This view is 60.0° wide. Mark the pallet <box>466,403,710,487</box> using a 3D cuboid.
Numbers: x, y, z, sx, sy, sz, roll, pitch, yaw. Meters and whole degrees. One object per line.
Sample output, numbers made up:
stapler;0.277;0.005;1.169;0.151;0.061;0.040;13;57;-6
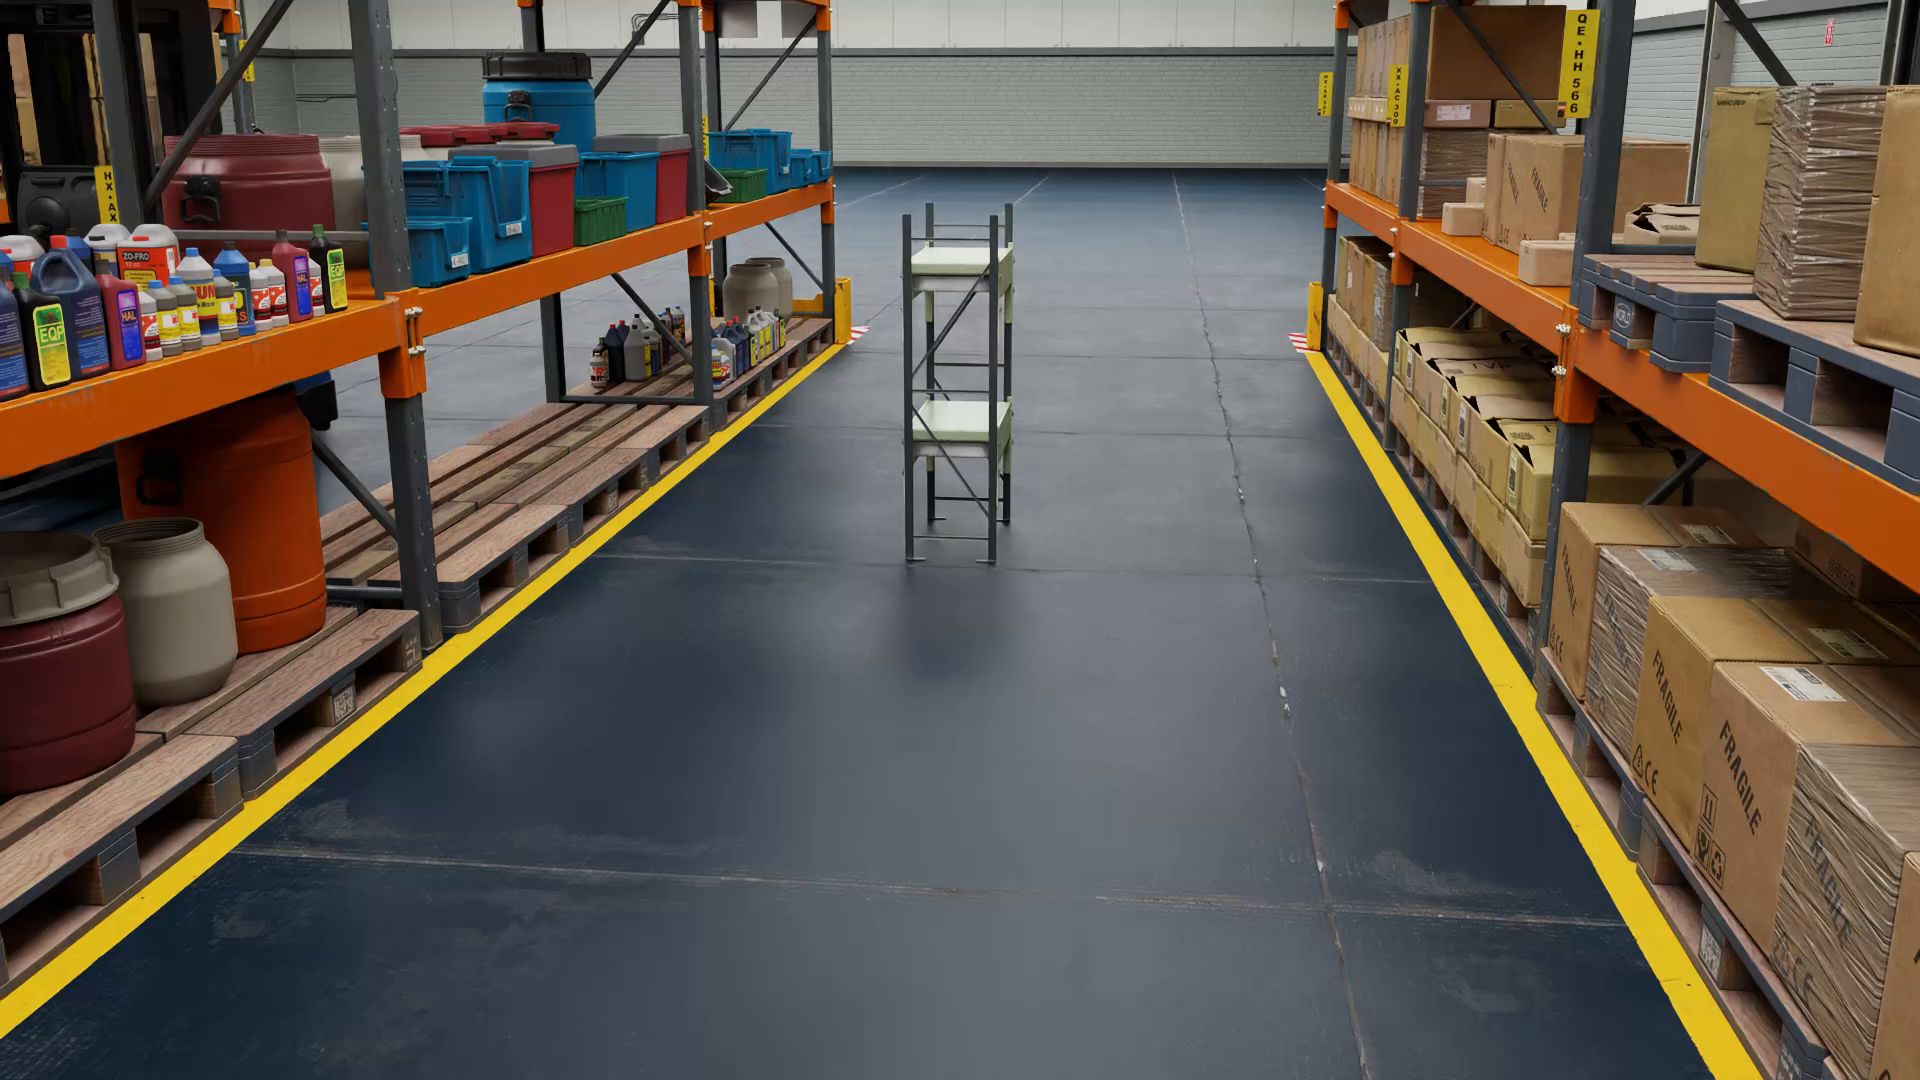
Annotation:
pallet;-2.037;-0.546;9.276;1.003;0.211;1.213;2;15;6

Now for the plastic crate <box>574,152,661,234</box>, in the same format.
plastic crate;-1.802;-1.794;8.580;0.392;0.384;0.575;2;15;6

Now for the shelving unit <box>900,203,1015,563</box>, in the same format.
shelving unit;0.001;-0.726;7.473;0.431;1.500;0.755;2;15;6

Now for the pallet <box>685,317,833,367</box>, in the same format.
pallet;-1.594;-1.556;13.014;1.003;0.211;1.213;2;15;6

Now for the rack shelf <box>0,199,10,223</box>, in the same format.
rack shelf;-6.682;-2.414;12.221;1.077;0.370;4.000;2;15;6

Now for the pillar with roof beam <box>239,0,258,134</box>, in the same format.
pillar with roof beam;-14.547;-14.113;42.616;9.100;9.000;0.400;2;15;6

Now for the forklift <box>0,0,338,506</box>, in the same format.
forklift;-4.476;-1.729;8.440;1.130;2.935;3.031;2;15;7

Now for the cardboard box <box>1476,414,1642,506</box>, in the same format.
cardboard box;2.350;-0.337;6.549;0.500;0.311;0.500;1;15;5

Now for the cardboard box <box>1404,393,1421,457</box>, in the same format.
cardboard box;2.584;-0.595;8.581;0.500;0.250;0.500;2;15;8

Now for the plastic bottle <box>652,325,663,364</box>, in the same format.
plastic bottle;-2.037;-1.311;11.123;0.061;0.283;0.133;2;15;6

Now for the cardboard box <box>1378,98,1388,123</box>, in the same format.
cardboard box;2.924;-2.786;10.786;0.380;0.149;0.250;2;15;8

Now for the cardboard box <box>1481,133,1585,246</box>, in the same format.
cardboard box;2.772;-1.663;7.873;0.500;0.500;0.500;3;15;10

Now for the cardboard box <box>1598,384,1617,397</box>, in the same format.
cardboard box;3.002;-0.588;7.478;0.500;0.311;0.500;2;15;6

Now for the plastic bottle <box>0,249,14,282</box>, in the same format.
plastic bottle;-2.840;-0.743;4.911;0.097;0.271;0.097;0;15;0

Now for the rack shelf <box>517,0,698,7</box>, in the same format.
rack shelf;-2.212;-2.679;7.454;1.077;0.370;4.000;2;15;6

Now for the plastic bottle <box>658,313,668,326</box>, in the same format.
plastic bottle;-2.099;-1.454;11.675;0.097;0.271;0.097;0;15;0

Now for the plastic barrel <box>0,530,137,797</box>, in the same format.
plastic barrel;-2.604;0.322;4.539;0.600;0.588;0.708;2;15;6

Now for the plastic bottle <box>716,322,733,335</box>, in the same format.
plastic bottle;-1.564;-1.348;11.278;0.152;0.276;0.135;2;15;6

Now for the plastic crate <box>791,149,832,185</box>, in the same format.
plastic crate;-1.294;-2.924;13.013;0.499;0.251;0.616;2;15;6

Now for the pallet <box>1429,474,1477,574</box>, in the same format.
pallet;2.755;-0.094;7.606;1.003;0.211;1.213;2;15;6

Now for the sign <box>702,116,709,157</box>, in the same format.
sign;-2.081;-3.285;13.534;0.100;0.325;0.005;2;15;6

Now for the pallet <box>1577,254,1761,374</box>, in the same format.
pallet;2.477;-0.642;4.657;1.213;0.211;1.003;2;15;6

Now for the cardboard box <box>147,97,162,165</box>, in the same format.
cardboard box;-6.582;-3.068;12.502;0.875;0.500;0.500;2;15;6

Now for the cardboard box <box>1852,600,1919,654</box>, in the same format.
cardboard box;2.552;0.466;4.140;0.500;0.500;0.500;1;15;4

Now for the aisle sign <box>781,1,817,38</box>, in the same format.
aisle sign;-1.232;-4.399;13.204;0.394;0.787;0.004;2;15;6

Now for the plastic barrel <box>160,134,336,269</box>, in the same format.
plastic barrel;-2.687;-1.254;6.293;0.600;0.536;0.708;2;15;6

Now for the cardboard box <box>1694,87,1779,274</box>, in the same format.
cardboard box;2.524;-0.997;4.606;0.700;0.500;0.500;-3;16;-13

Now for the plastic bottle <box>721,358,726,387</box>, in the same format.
plastic bottle;-1.504;-1.054;10.333;0.097;0.201;0.097;0;15;0

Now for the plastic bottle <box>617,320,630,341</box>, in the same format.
plastic bottle;-2.179;-1.256;10.791;0.144;0.351;0.185;1;15;3

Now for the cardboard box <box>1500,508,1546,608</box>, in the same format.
cardboard box;2.300;0.069;6.125;0.500;0.250;0.500;2;15;8

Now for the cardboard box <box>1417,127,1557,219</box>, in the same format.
cardboard box;2.979;-2.113;9.540;0.700;0.500;0.500;1;15;5

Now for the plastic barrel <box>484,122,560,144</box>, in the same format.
plastic barrel;-2.312;-1.921;8.758;0.433;0.535;0.433;0;15;0

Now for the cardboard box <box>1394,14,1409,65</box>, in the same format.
cardboard box;3.091;-3.001;10.335;0.700;0.500;0.500;2;15;6

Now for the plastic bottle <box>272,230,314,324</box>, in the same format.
plastic bottle;-2.086;-0.826;5.192;0.061;0.283;0.133;2;15;6

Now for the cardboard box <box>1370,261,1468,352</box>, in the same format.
cardboard box;2.838;-1.443;10.280;0.500;0.500;0.500;2;15;6

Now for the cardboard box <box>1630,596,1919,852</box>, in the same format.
cardboard box;2.033;0.457;4.170;0.500;0.500;0.500;1;15;6

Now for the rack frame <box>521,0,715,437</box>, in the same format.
rack frame;-1.987;-2.097;9.670;1.000;3.000;0.127;2;15;6

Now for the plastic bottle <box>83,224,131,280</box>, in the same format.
plastic bottle;-2.808;-0.897;5.469;0.152;0.276;0.135;2;15;6

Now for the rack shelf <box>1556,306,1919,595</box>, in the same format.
rack shelf;2.258;-0.046;3.465;1.077;0.370;4.000;2;15;6

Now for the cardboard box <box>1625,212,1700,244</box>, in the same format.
cardboard box;2.568;-0.962;5.646;0.500;0.311;0.500;3;15;10

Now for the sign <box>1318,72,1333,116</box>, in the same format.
sign;2.835;-3.461;12.906;0.100;0.325;0.005;2;15;6

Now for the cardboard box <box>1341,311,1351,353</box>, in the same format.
cardboard box;2.995;-1.471;11.818;0.500;0.250;0.500;2;15;6

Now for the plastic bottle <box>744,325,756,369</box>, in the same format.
plastic bottle;-1.402;-1.286;11.031;0.061;0.283;0.133;2;15;9

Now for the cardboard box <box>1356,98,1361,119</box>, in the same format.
cardboard box;3.071;-3.120;12.020;0.380;0.149;0.250;2;15;6

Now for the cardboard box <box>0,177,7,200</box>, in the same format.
cardboard box;-6.524;-2.363;11.137;0.380;0.149;0.250;2;15;6

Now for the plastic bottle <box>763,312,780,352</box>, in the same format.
plastic bottle;-1.362;-1.478;11.756;0.152;0.276;0.135;2;15;7

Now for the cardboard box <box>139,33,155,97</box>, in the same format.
cardboard box;-6.383;-3.545;12.349;0.500;0.500;0.500;2;15;6

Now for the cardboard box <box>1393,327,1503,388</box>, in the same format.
cardboard box;2.641;-0.996;8.988;0.500;0.311;0.500;2;15;6

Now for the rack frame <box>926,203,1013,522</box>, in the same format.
rack frame;0.042;-0.821;7.824;0.400;1.500;0.023;2;15;6

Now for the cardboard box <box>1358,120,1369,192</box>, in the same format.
cardboard box;3.266;-2.779;11.999;0.700;0.500;0.500;2;15;8
